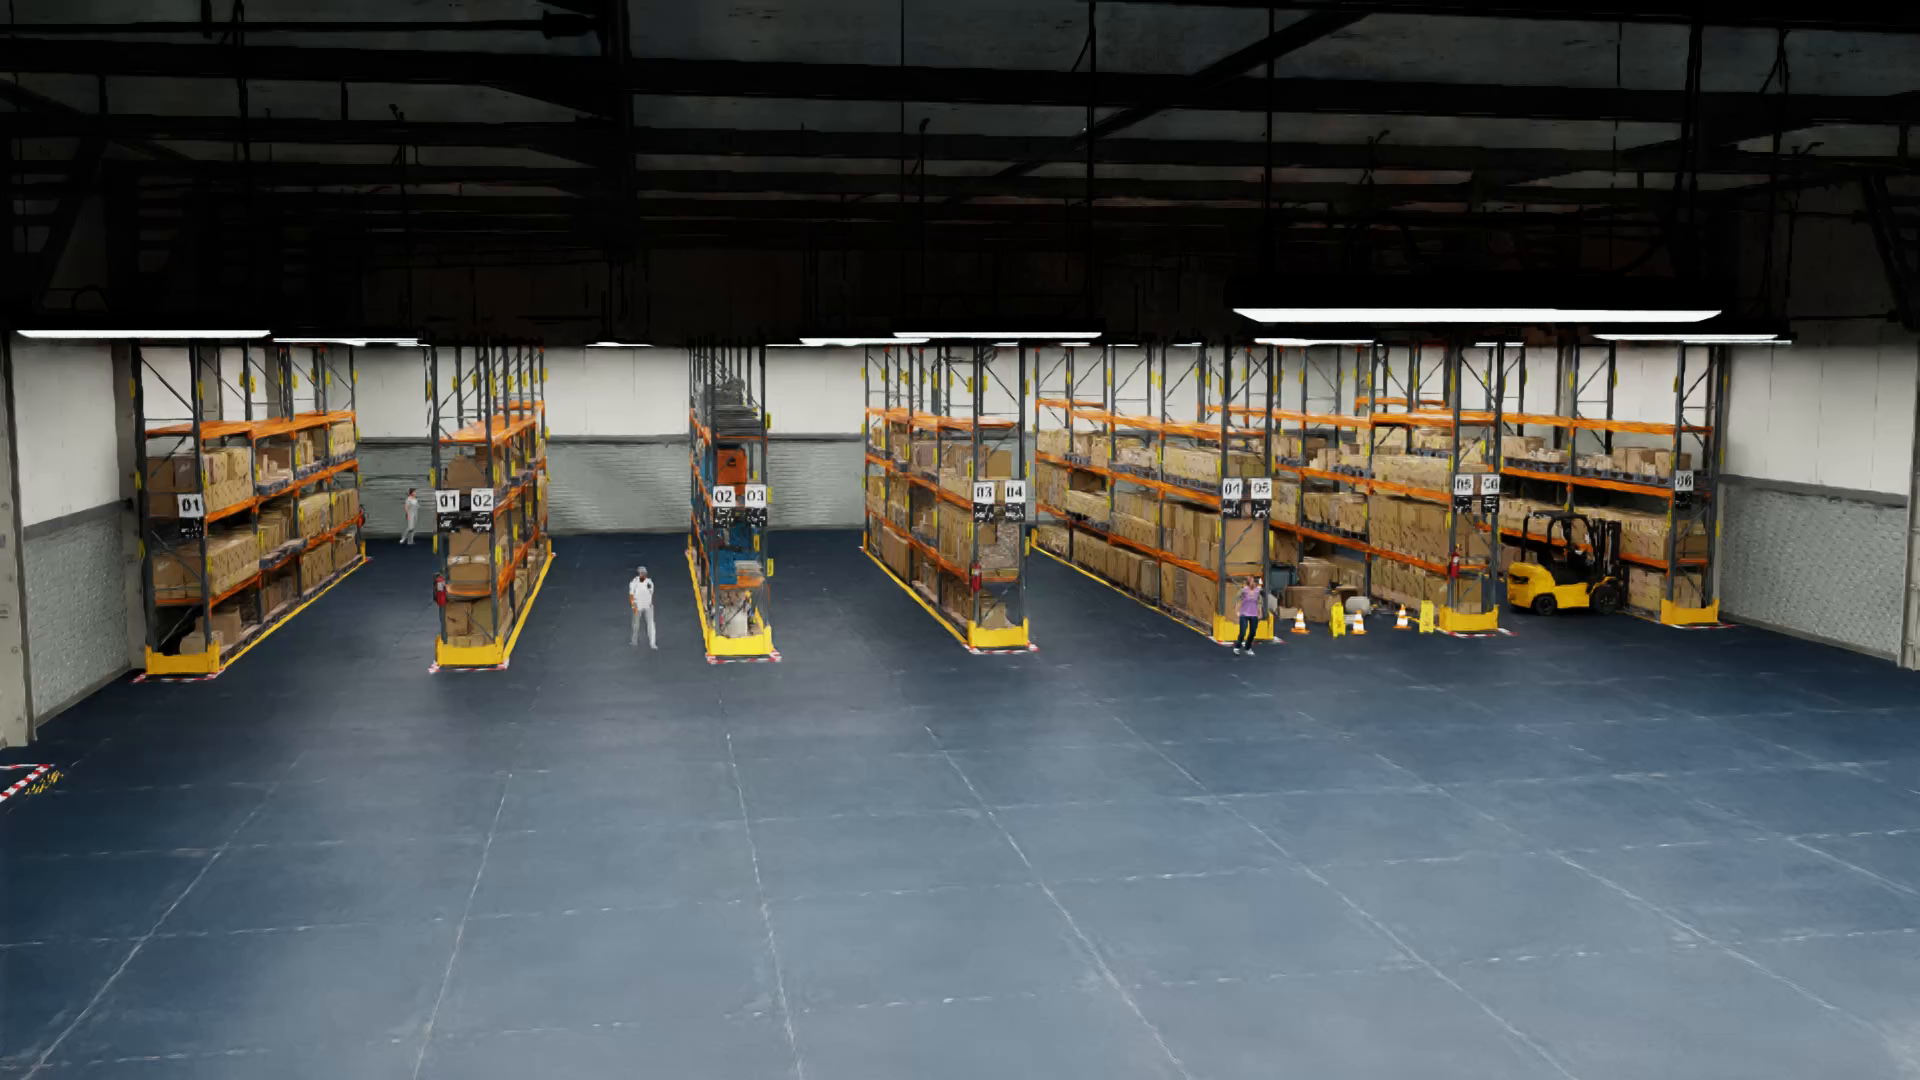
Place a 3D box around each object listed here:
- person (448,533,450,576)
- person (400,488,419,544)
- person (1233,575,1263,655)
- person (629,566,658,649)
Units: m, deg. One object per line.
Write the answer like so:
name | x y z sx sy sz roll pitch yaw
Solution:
person | -12.775 0.111 42.000 0.449 1.599 0.467 2 7 19
person | -16.166 -0.692 48.782 0.448 1.646 0.623 3 7 23
person | 5.384 1.409 31.156 0.566 1.526 0.519 -2 7 -13
person | -6.098 1.275 31.870 0.505 1.580 1.063 -2 7 -20
